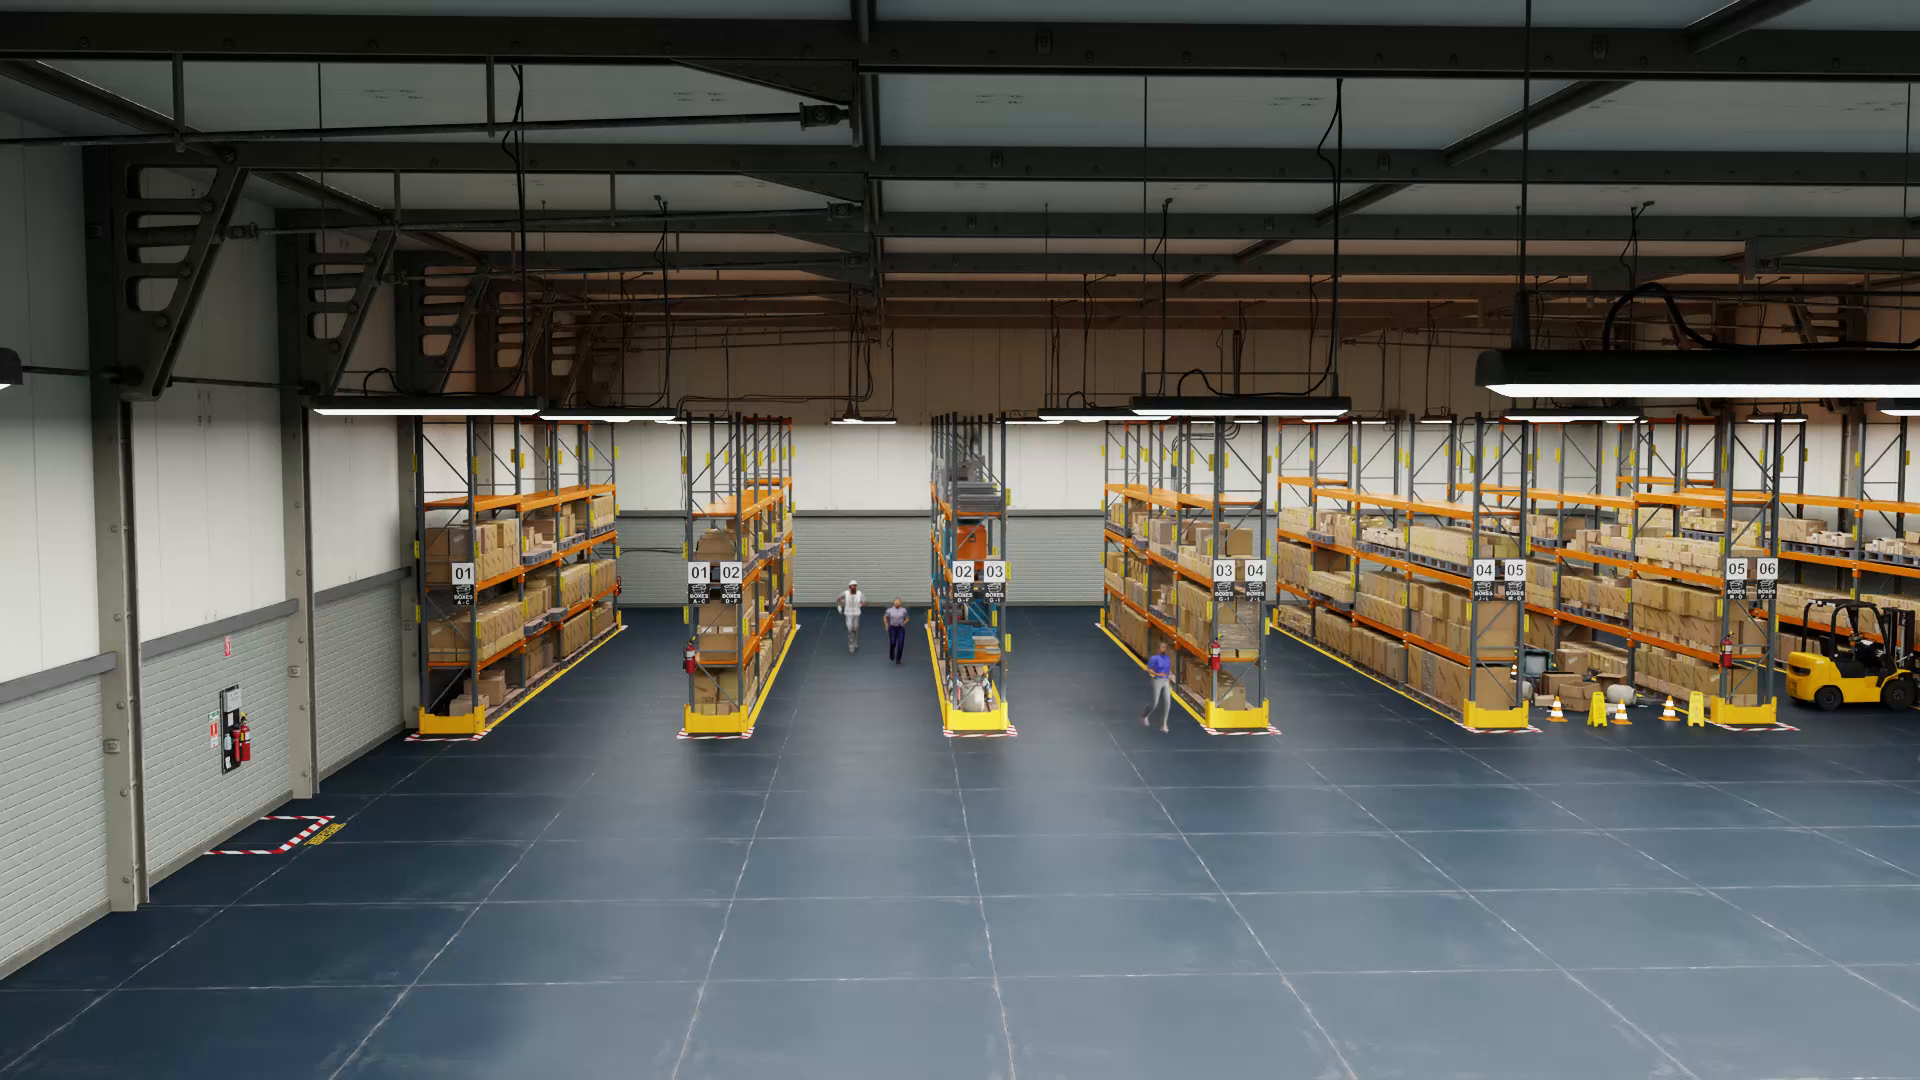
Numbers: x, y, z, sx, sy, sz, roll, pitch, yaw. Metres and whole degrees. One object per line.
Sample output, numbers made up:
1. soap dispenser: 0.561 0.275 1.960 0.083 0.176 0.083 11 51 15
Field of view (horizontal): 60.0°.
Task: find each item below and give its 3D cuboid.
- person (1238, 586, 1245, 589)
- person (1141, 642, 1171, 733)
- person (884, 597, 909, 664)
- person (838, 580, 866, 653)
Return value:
1. person: 7.852 1.686 47.187 0.701 1.770 0.689 0 4 3
2. person: 3.760 2.776 31.491 0.606 1.689 0.782 -2 4 -29
3. person: -1.522 2.193 40.105 0.606 1.606 0.537 -1 4 -7
4. person: -2.758 1.934 42.493 0.701 1.821 0.916 -1 4 -12
